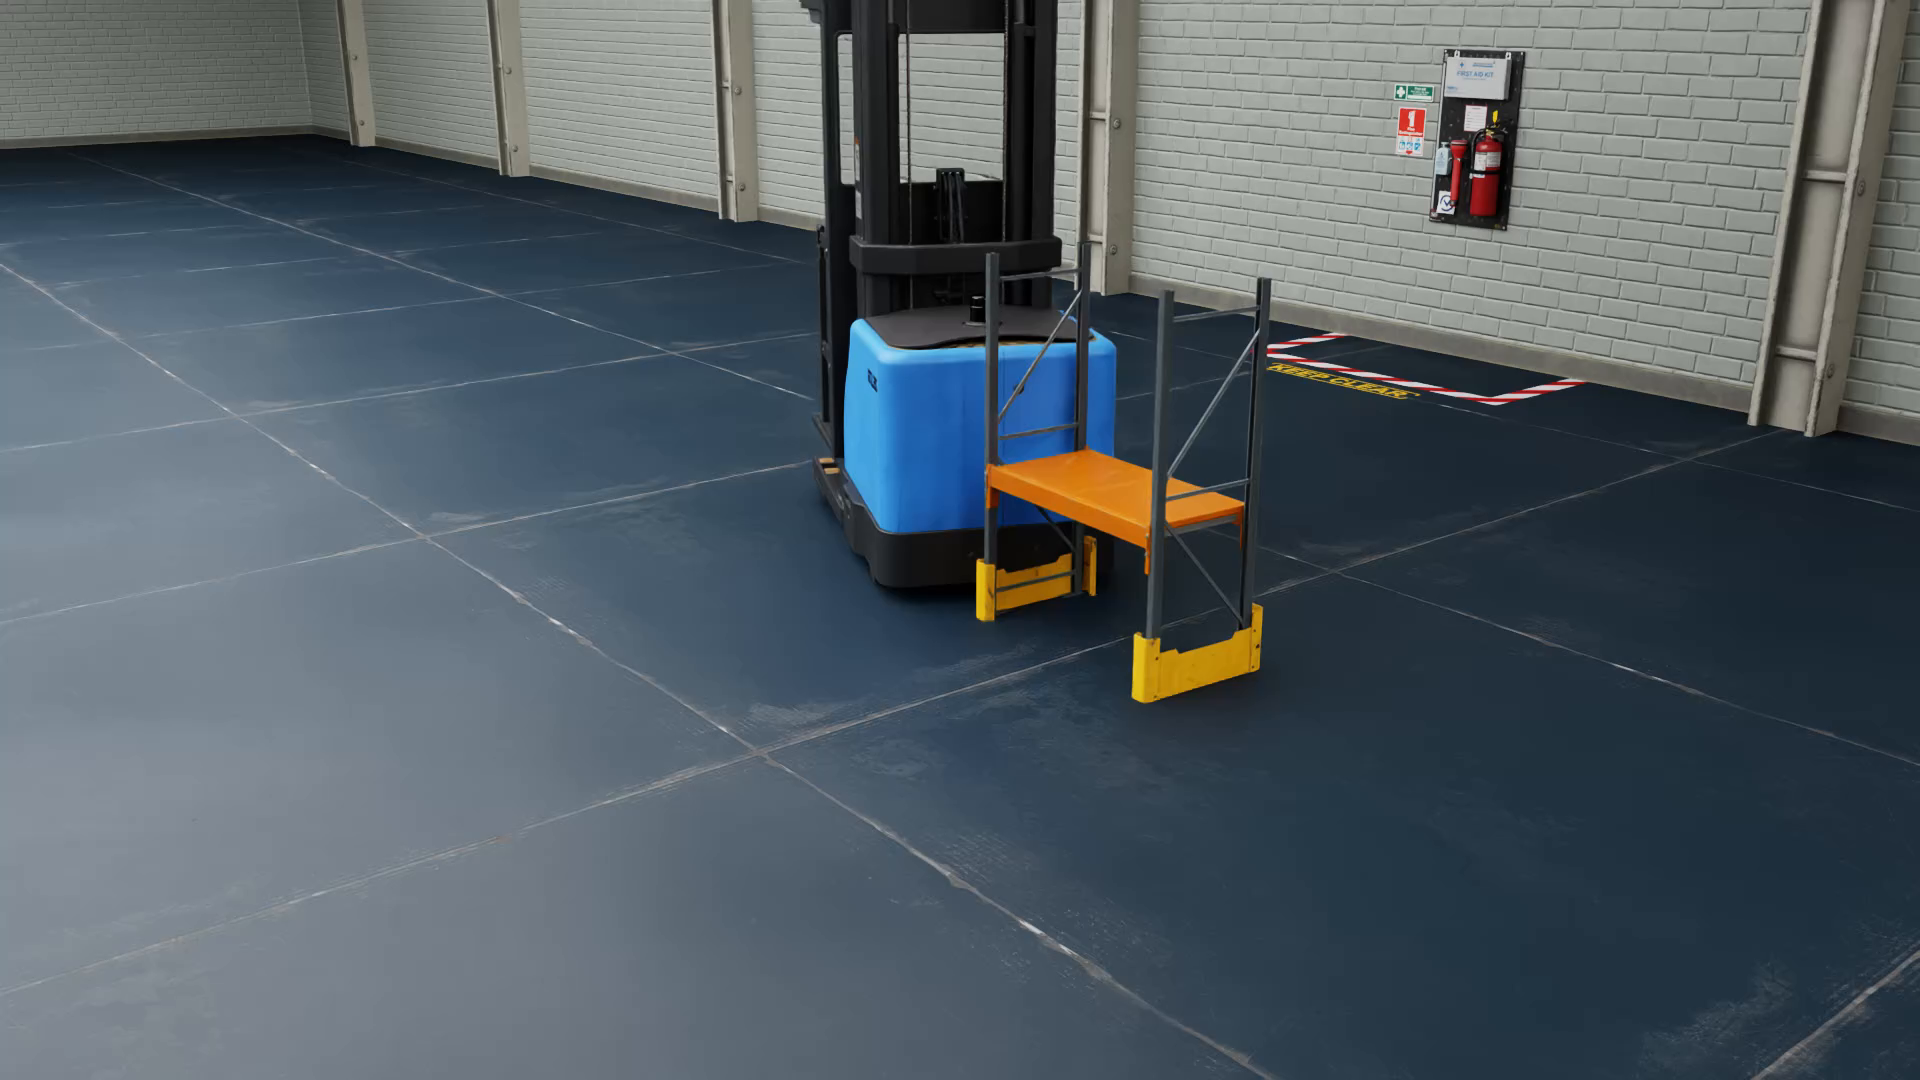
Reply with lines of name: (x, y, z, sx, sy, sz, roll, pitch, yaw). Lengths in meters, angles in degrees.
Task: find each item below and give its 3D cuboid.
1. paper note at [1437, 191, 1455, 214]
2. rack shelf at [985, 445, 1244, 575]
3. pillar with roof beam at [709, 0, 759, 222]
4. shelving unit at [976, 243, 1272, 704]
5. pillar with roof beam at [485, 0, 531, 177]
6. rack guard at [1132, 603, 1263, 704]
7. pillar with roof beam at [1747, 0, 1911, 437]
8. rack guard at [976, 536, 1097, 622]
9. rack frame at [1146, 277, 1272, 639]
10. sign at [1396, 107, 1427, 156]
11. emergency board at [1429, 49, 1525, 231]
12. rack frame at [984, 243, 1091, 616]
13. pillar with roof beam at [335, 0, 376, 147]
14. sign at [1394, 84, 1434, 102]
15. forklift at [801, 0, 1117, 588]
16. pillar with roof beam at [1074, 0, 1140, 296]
paper note: (3.394, -2.354, 11.602, 0.016, 0.148, 0.142, -14, 23, -36)
rack shelf: (0.602, -0.136, 6.460, 0.538, 0.185, 1.000, -12, 22, -33)
pillar with roof beam: (-5.871, -7.064, 14.879, 9.100, 9.000, 0.400, -14, 23, -36)
shelving unit: (0.607, -0.305, 6.396, 0.587, 1.500, 1.083, -12, 22, -33)
pillar with roof beam: (-9.596, -8.542, 19.344, 9.100, 9.000, 0.400, -14, 23, -36)
rack guard: (0.890, 0.418, 6.203, 0.587, 0.250, 0.087, -12, 22, -33)
pillar with roof beam: (1.580, -4.107, 5.949, 9.100, 9.000, 0.400, -14, 23, -36)
rack guard: (0.325, 0.160, 6.982, 0.587, 0.250, 0.087, -12, 22, -33)
rack frame: (0.890, -0.175, 6.006, 0.500, 1.500, 0.032, -12, 22, -33)
sign: (3.188, -2.889, 11.758, 0.001, 0.329, 0.234, -14, 23, -36)
emergency board: (3.450, -2.715, 11.291, 0.194, 1.169, 0.643, -14, 23, -36)
rack frame: (0.314, -0.439, 6.801, 0.500, 1.500, 0.032, -12, 22, -33)
pillar with roof beam: (-13.321, -10.021, 23.809, 9.100, 9.000, 0.400, -14, 23, -36)
sign: (3.184, -3.137, 11.666, 0.001, 0.109, 0.331, -14, 23, -36)
forklift: (-0.148, -1.615, 8.077, 1.130, 2.935, 3.031, -4, 19, -12)
pillar with roof beam: (-2.145, -5.585, 10.414, 9.100, 9.000, 0.400, -14, 23, -36)
